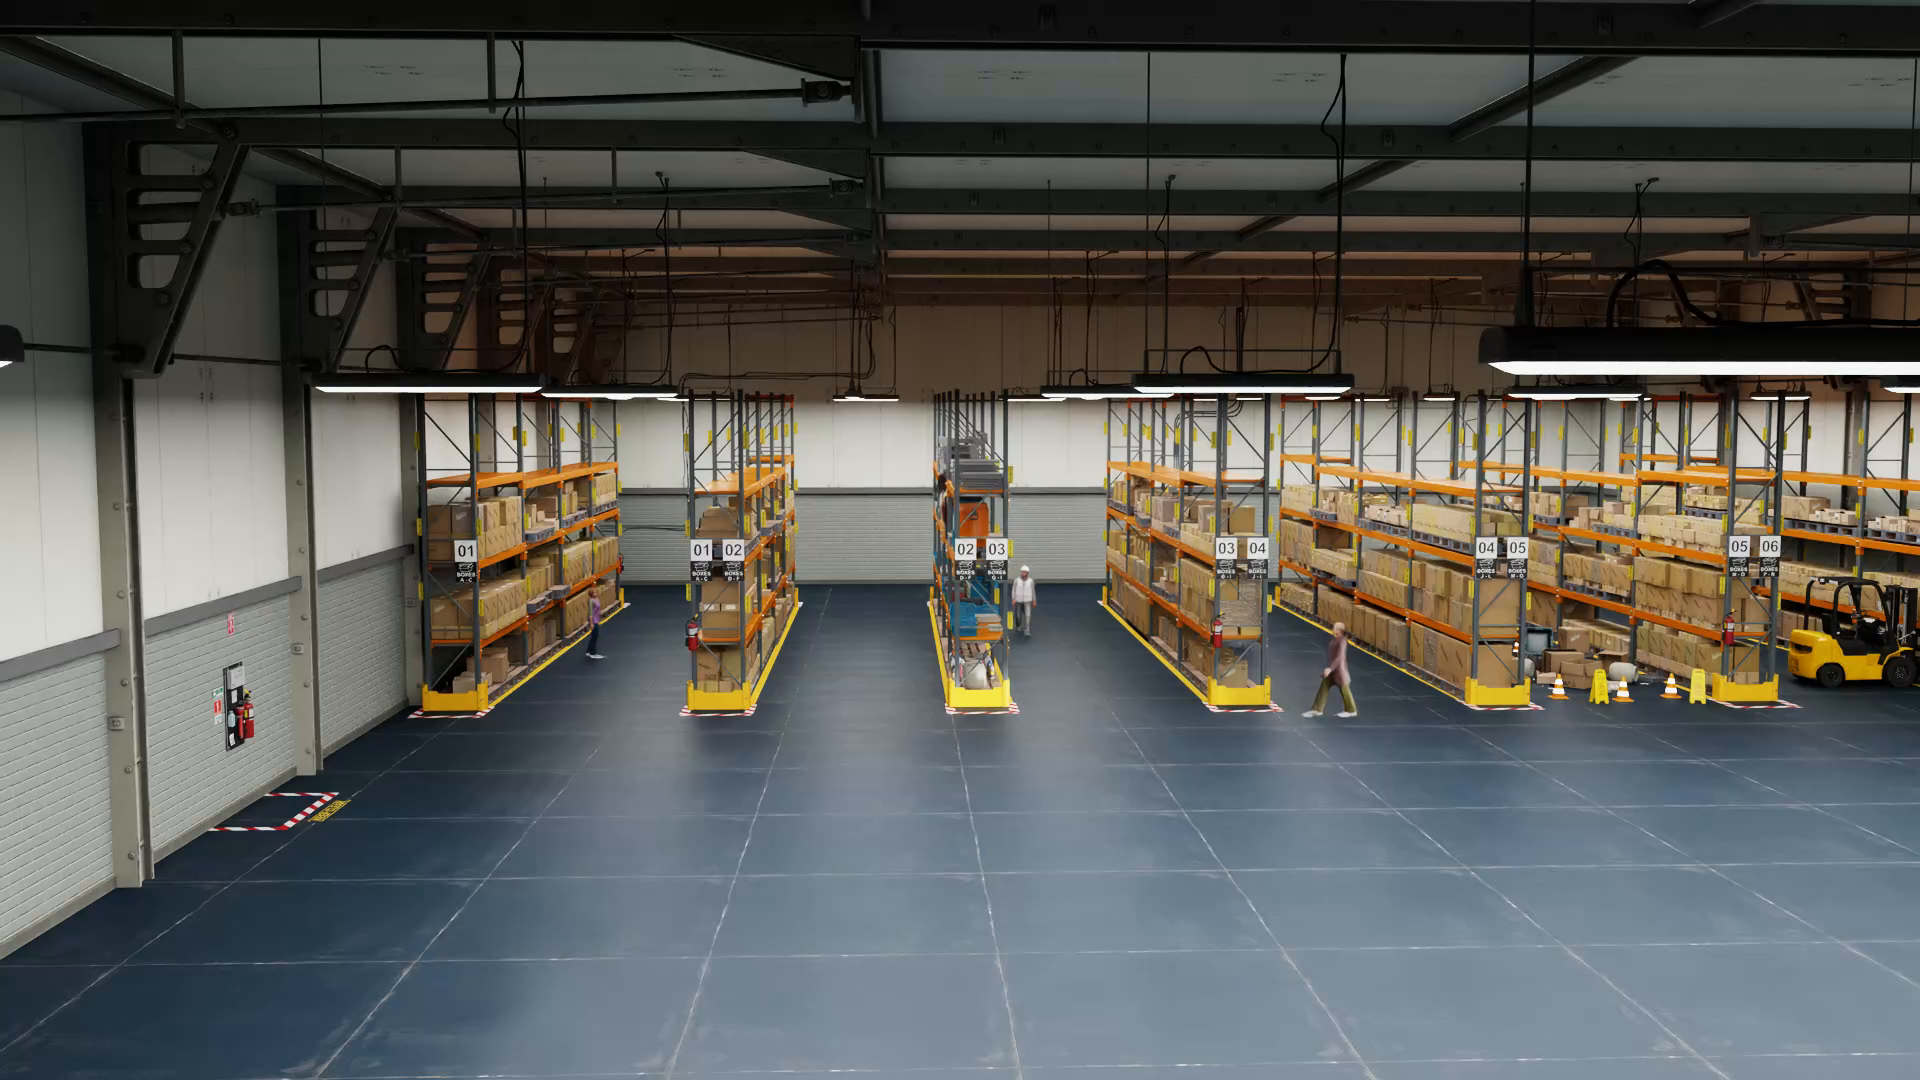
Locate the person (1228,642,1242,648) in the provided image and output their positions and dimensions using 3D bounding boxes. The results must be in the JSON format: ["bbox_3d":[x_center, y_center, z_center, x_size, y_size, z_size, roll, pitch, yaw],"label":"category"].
[{"bbox_3d":[6.569,1.656,39.250,0.419,1.755,0.559,1,5,7],"label":"person"}]

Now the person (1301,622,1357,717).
[{"bbox_3d":[6.774,2.366,30.218,0.976,1.742,0.574,-1,5,-18],"label":"person"}]

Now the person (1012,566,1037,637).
[{"bbox_3d":[1.591,1.512,41.189,0.629,1.732,1.027,0,5,1],"label":"person"}]

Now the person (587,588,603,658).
[{"bbox_3d":[-8.222,1.873,37.411,0.371,1.621,0.463,-1,5,-10],"label":"person"}]
